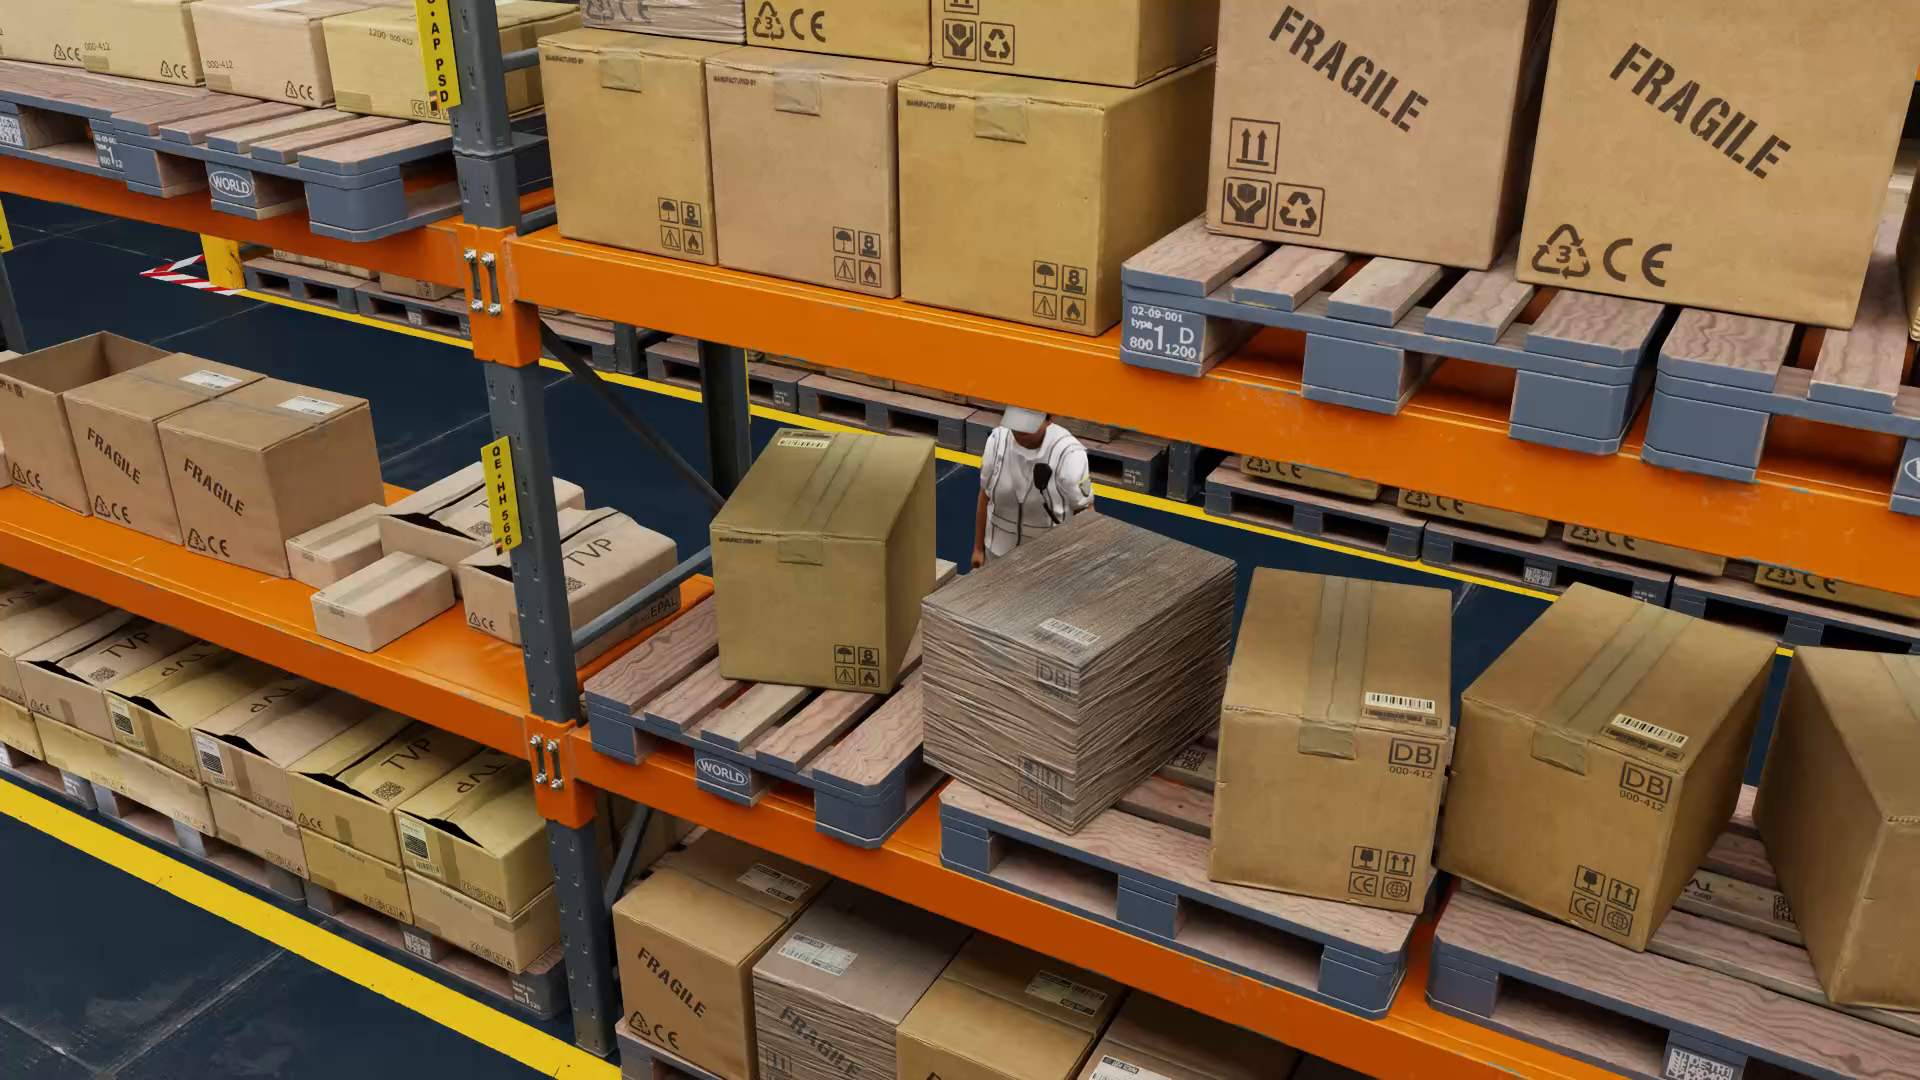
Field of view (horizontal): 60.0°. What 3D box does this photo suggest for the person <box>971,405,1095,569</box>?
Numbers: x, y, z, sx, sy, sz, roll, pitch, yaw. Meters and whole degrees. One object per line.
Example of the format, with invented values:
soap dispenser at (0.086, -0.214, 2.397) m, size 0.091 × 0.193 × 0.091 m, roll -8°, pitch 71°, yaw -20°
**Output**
person at (0.277, 0.093, 6.925) m, size 0.546 × 1.665 × 0.469 m, roll 13°, pitch 29°, yaw 24°
